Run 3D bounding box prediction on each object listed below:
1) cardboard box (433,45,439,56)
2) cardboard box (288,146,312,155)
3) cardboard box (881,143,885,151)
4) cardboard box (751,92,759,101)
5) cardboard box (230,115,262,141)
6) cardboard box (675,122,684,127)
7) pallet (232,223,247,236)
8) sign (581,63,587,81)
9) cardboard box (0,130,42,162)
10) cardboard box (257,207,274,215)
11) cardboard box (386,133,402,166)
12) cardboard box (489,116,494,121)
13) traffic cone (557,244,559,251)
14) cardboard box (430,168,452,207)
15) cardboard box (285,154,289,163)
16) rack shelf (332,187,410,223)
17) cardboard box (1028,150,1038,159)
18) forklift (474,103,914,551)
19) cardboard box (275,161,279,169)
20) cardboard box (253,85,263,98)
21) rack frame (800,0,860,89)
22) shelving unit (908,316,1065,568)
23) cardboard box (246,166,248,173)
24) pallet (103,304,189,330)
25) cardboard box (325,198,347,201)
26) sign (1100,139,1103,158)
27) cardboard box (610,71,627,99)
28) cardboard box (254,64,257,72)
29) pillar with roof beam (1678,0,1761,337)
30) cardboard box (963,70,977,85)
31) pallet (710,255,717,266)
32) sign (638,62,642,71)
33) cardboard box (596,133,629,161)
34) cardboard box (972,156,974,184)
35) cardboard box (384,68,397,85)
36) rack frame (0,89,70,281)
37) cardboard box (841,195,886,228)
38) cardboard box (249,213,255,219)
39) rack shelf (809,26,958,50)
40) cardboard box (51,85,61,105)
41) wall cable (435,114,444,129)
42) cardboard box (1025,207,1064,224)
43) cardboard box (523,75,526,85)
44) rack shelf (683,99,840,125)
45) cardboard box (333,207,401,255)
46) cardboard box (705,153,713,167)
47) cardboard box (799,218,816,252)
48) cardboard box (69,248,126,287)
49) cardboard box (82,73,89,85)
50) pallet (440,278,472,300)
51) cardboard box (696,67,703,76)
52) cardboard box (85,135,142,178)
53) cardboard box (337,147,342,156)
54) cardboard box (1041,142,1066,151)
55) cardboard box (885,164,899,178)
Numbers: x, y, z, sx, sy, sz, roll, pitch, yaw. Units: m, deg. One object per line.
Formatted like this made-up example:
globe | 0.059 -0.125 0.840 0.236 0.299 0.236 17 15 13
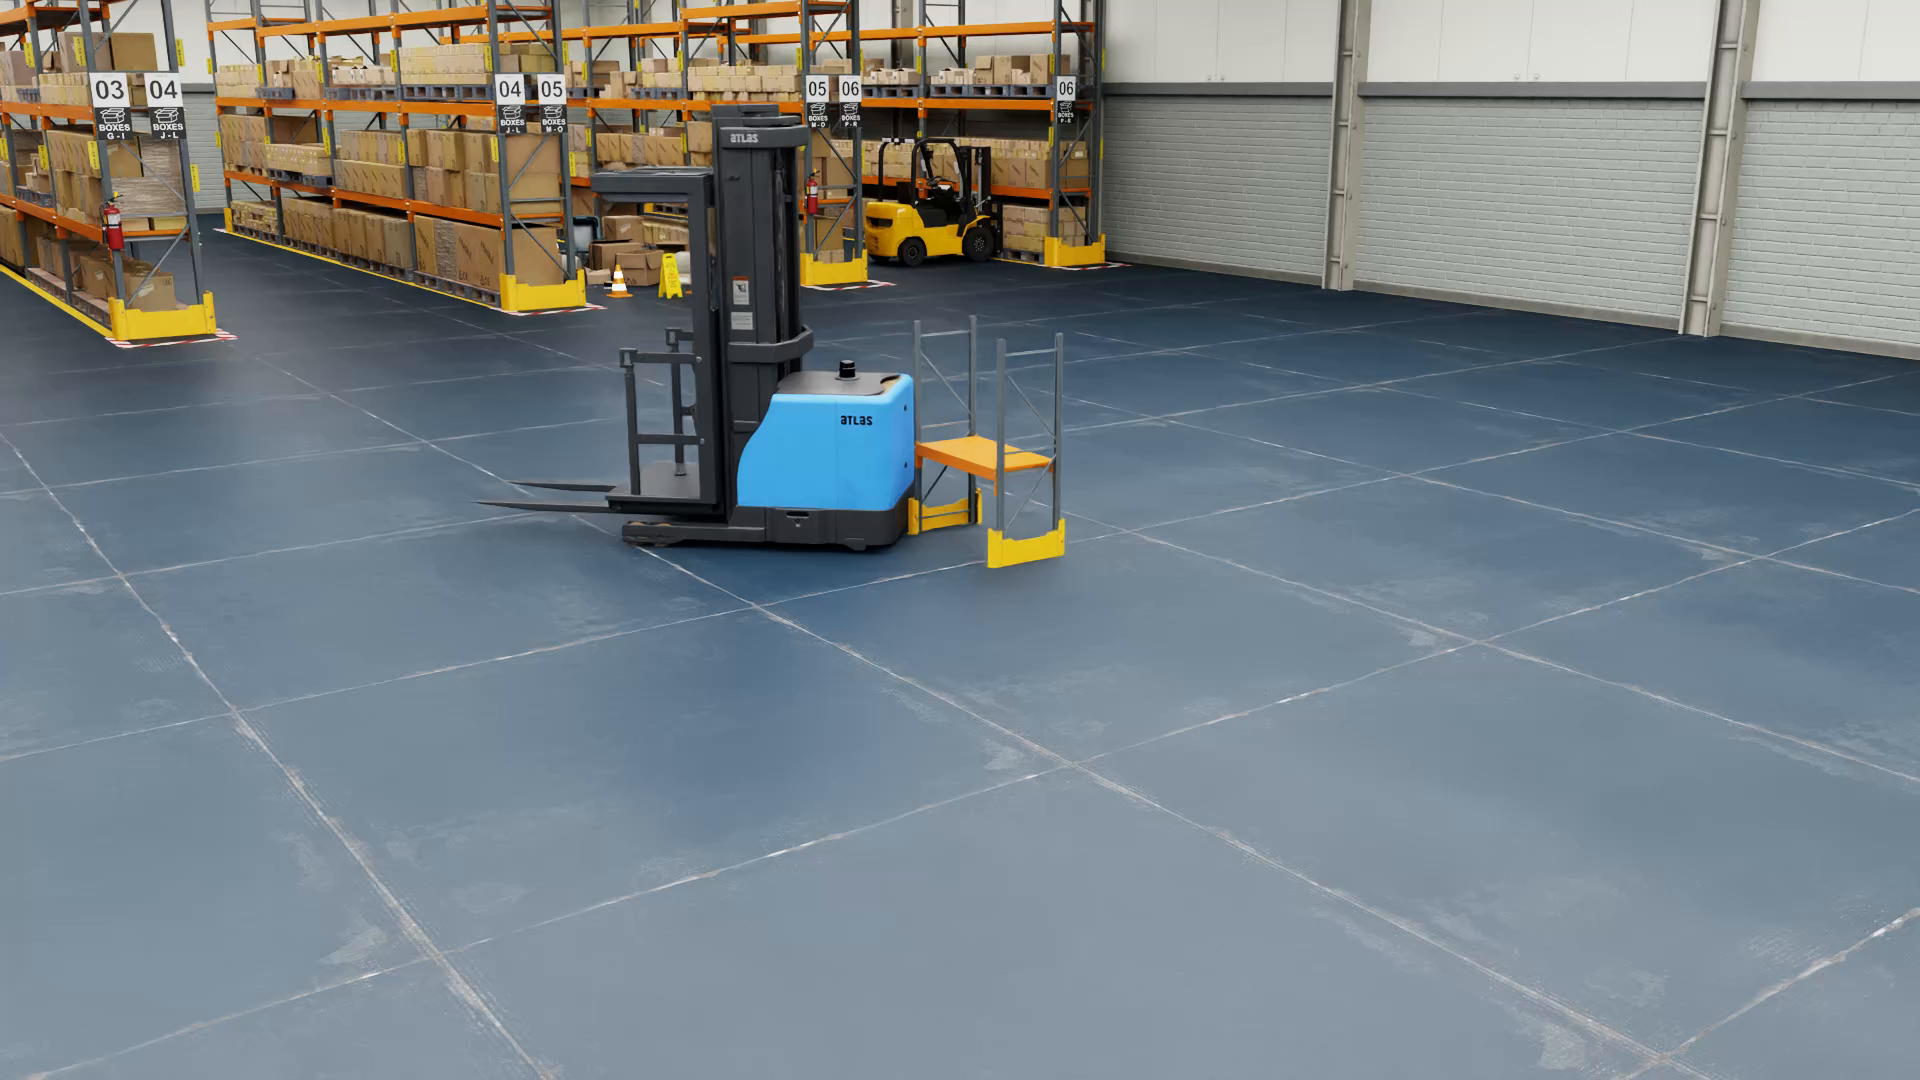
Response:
cardboard box | -7.460 -7.133 24.254 0.380 0.149 0.250 -11 19 -35
cardboard box | -12.216 -7.215 30.810 0.380 0.149 0.250 -10 18 -33
cardboard box | -1.350 -7.802 32.982 0.380 0.149 0.250 -11 19 -36
cardboard box | -3.164 -7.199 26.992 0.380 0.149 0.250 -11 19 -36
cardboard box | -14.711 -8.505 34.323 0.500 0.500 0.500 -11 19 -36
cardboard box | -6.461 -9.725 39.725 0.500 0.500 0.500 -10 18 -33
pallet | -14.856 -6.650 35.472 1.003 0.211 1.213 -11 19 -35
sign | -7.155 -8.921 31.678 0.100 0.325 0.005 -11 19 -35
cardboard box | -15.915 -6.706 28.305 0.797 0.503 0.637 -10 18 -33
cardboard box | -14.076 -6.697 33.841 0.380 0.149 0.250 -12 19 -37
cardboard box | -8.895 -6.372 27.093 0.700 0.500 0.500 -11 19 -35
cardboard box | -10.037 -9.212 36.241 0.380 0.149 0.250 -11 19 -35
traffic cone | -7.190 -5.148 29.508 0.336 0.463 0.334 -11 19 -35
cardboard box | -7.504 -5.375 25.249 0.875 0.550 0.550 -11 19 -35
cardboard box | -12.363 -7.126 31.045 0.380 0.149 0.250 -11 19 -35
rack shelf | -9.470 -5.707 28.110 1.077 0.370 4.000 -11 19 -35
cardboard box | 1.410 -6.776 29.233 0.380 0.149 0.250 -11 18 -34
forklift | -1.879 -1.498 11.497 3.031 2.935 1.130 2 15 8
cardboard box | -12.827 -7.149 31.695 0.380 0.149 0.250 -11 19 -34
cardboard box | -13.505 -8.773 32.550 0.500 0.250 0.500 -10 18 -33
rack frame | -1.998 -8.457 25.428 1.000 3.000 0.127 -11 19 -35
shelving unit | 0.170 -0.696 11.278 0.587 1.500 1.083 -10 18 -32
cardboard box | -14.466 -7.623 34.223 0.380 0.149 0.250 -10 18 -33
pallet | -10.507 -2.875 21.681 1.003 0.211 1.213 -11 19 -35
cardboard box | -11.742 -6.352 31.621 0.500 0.250 0.500 -12 19 -37
sign | 2.468 -6.875 29.223 0.100 0.325 0.005 -11 19 -35
cardboard box | -6.152 -8.562 31.307 0.700 0.500 0.500 -11 19 -35
cardboard box | -13.567 -9.223 32.491 0.380 0.149 0.250 -10 18 -33
pillar with roof beam | 5.908 -6.286 17.496 9.100 9.000 0.400 -11 19 -35
cardboard box | 0.290 -8.457 30.381 0.396 0.266 0.258 -11 19 -36
pallet | -3.926 -4.934 29.205 1.003 0.211 1.213 -11 19 -35
sign | -7.831 -11.535 40.701 0.100 0.325 0.005 -11 19 -35
cardboard box | -6.624 -7.534 31.871 0.500 0.500 0.500 -12 19 -36
cardboard box | 0.331 -6.885 30.860 0.500 0.500 0.500 -11 19 -35
cardboard box | -8.839 -7.379 26.470 0.500 0.250 0.500 -11 19 -34
rack frame | -14.717 -5.733 26.841 1.000 3.000 0.127 -11 19 -35
cardboard box | -1.942 -6.826 34.538 0.875 0.625 0.625 -10 18 -33
cardboard box | -14.623 -6.790 34.743 0.380 0.149 0.250 -12 19 -37
rack shelf | -1.513 -9.969 33.075 1.077 0.370 4.000 -11 19 -35
cardboard box | -11.709 -5.898 22.044 0.500 0.250 0.500 -12 19 -37
wall cable | -13.599 -10.893 43.768 0.588 1.984 0.122 -11 19 -35
cardboard box | 1.492 -5.743 29.396 0.500 0.250 0.500 -10 18 -33
cardboard box | -6.035 -6.527 23.550 0.380 0.149 0.250 -11 19 -34
rack shelf | -3.174 -7.090 27.479 1.077 0.370 4.000 -11 19 -35
cardboard box | -10.361 -5.455 29.291 1.050 0.750 0.750 -11 19 -35
cardboard box | -4.002 -6.368 28.408 0.500 0.500 0.500 -11 19 -35
cardboard box | -2.680 -4.932 26.906 0.500 0.500 0.500 -11 19 -34
cardboard box | -12.709 -4.020 24.484 0.700 0.500 0.500 -13 20 -39
cardboard box | -10.429 -5.603 20.211 0.380 0.149 0.250 -11 19 -35
pallet | -7.189 -3.847 25.232 1.003 0.211 1.213 -11 19 -35
cardboard box | -4.252 -7.959 28.255 0.380 0.149 0.250 -10 18 -33
cardboard box | -10.537 -4.778 20.704 0.500 0.500 0.500 -11 19 -35
cardboard box | -11.217 -7.145 30.554 0.380 0.149 0.250 -12 19 -37
cardboard box | 1.634 -6.883 29.060 0.380 0.149 0.250 -11 19 -34
cardboard box | -1.145 -7.290 32.812 0.500 0.250 0.500 -11 19 -35
